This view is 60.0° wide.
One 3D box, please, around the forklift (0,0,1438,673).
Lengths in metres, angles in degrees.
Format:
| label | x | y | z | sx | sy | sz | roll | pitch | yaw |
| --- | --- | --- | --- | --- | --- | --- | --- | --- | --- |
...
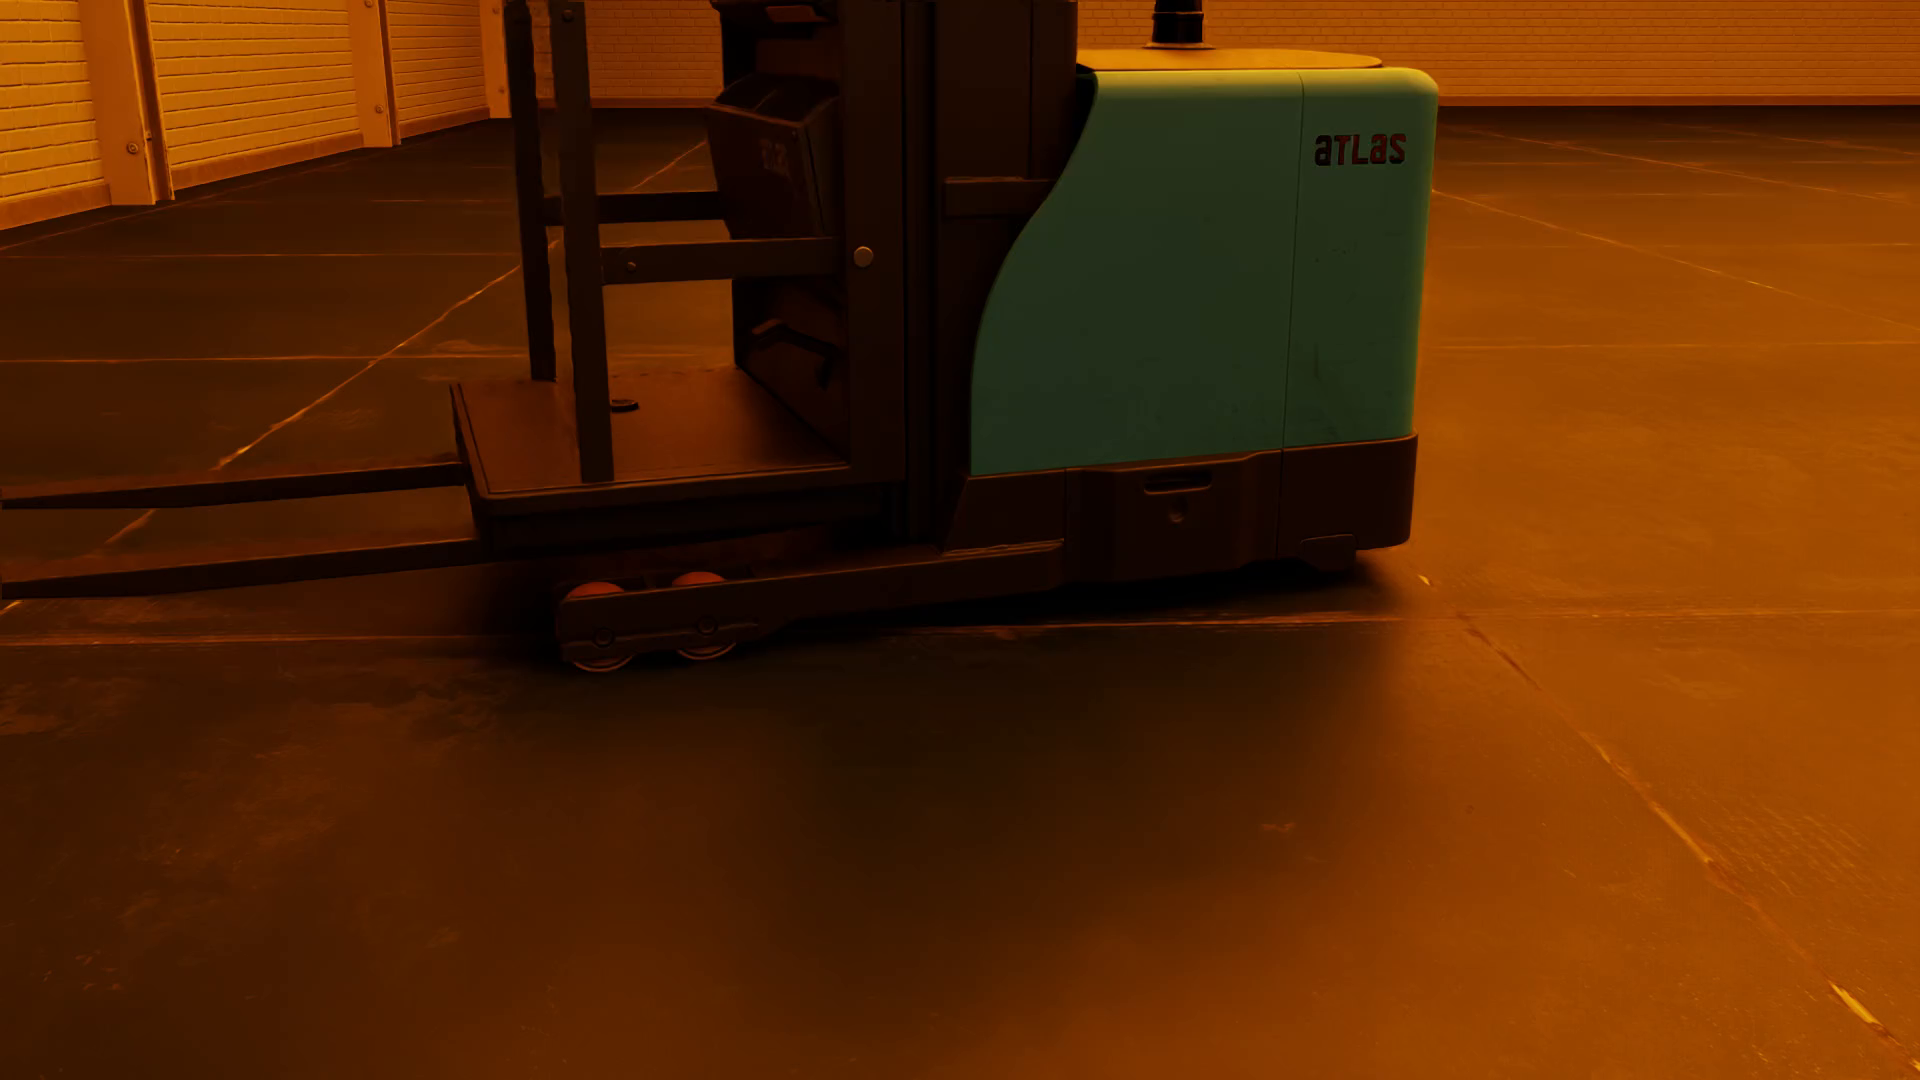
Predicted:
| label | x | y | z | sx | sy | sz | roll | pitch | yaw |
| --- | --- | --- | --- | --- | --- | --- | --- | --- | --- |
| forklift | -0.574 | -1.328 | 3.247 | 3.031 | 2.935 | 1.130 | -6 | 18 | -18 |
